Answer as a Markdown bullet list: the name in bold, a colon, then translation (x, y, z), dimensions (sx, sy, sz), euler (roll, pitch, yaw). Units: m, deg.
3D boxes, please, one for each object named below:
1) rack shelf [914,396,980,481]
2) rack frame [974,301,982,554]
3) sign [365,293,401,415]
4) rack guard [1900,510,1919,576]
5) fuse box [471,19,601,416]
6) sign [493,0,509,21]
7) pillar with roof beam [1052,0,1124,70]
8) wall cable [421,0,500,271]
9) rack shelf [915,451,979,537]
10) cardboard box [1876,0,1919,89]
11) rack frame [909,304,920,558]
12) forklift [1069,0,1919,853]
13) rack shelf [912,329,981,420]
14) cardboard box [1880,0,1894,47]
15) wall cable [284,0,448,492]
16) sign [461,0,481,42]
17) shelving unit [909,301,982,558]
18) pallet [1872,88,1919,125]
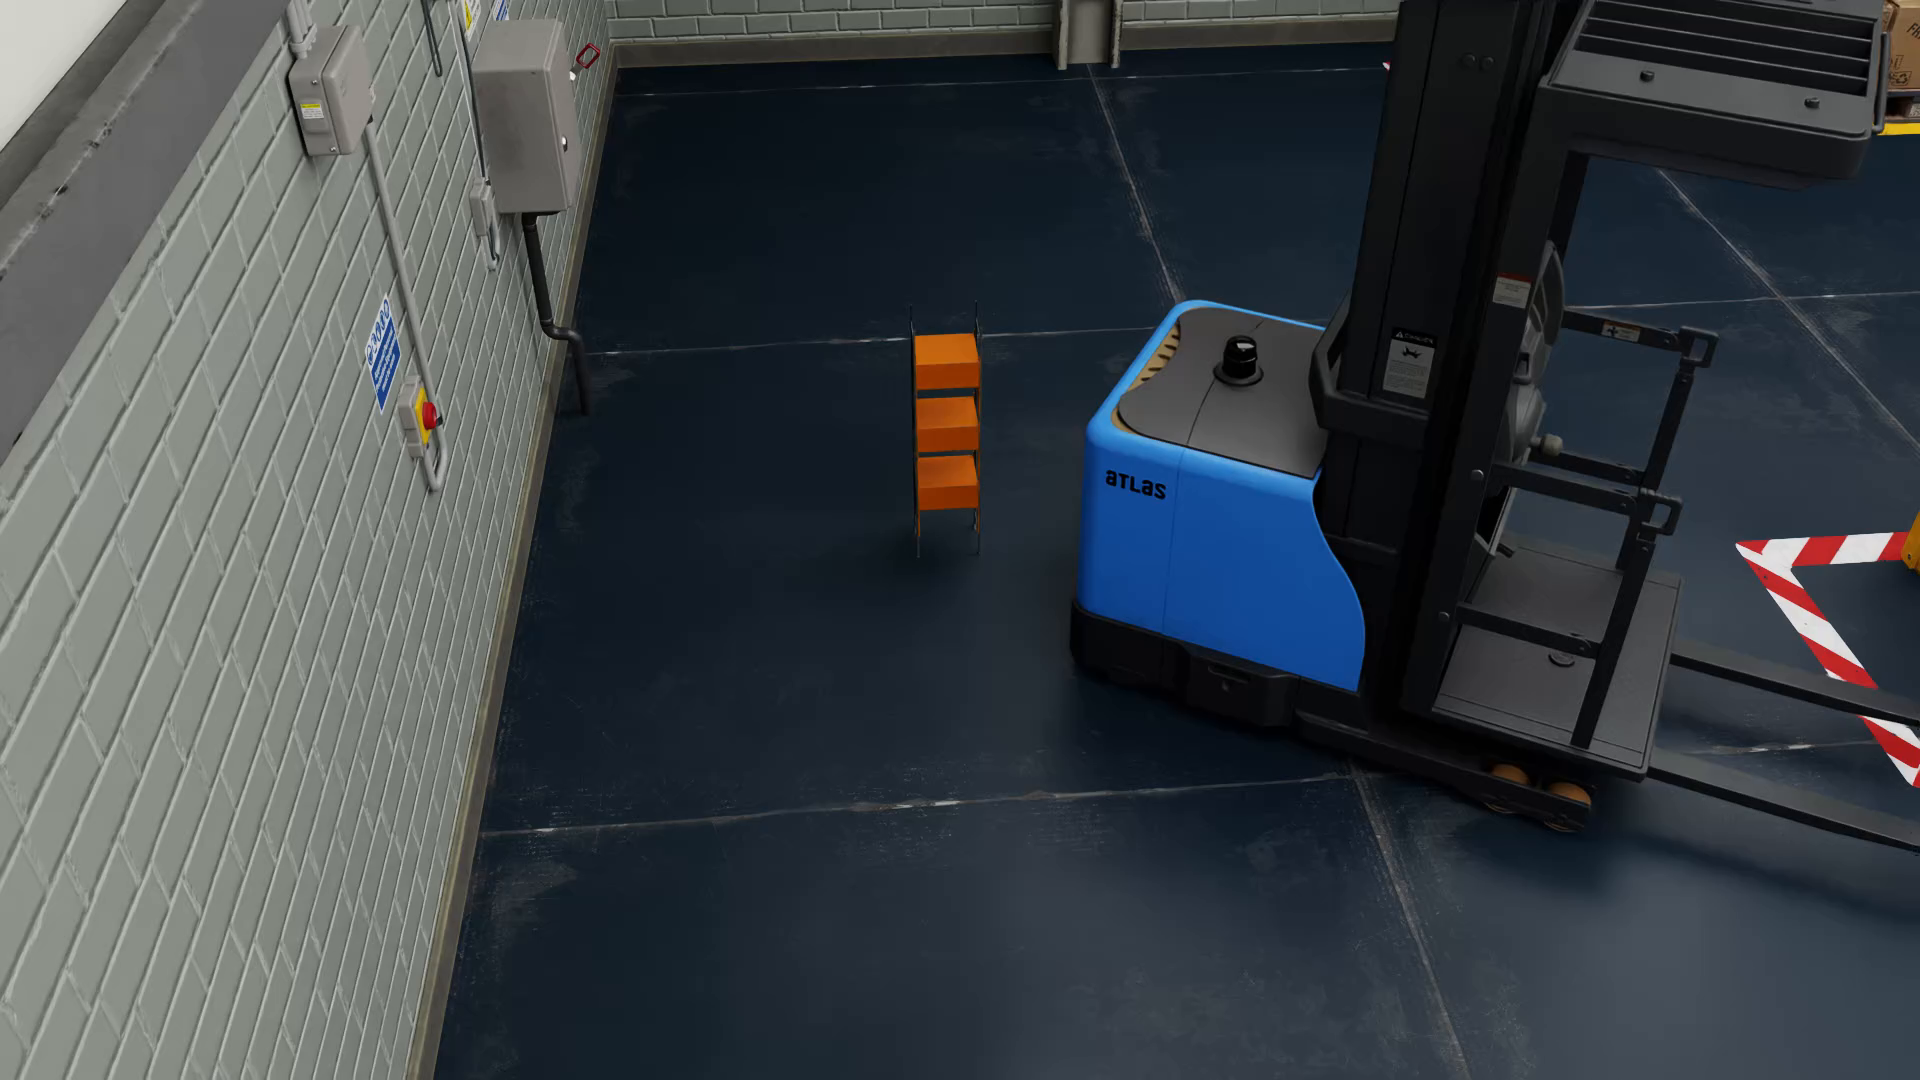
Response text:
- **rack shelf**: translation (-0.053, -0.401, 6.428), dimensions (0.240, 0.259, 0.215), euler (-3, 38, -4)
- **rack frame**: translation (0.068, -0.416, 6.430), dimensions (0.008, 1.050, 0.200), euler (-3, 38, -4)
- **sign**: translation (-1.661, -0.539, 4.793), dimensions (0.001, 0.218, 0.327), euler (-3, 38, -4)
- **rack guard**: translation (3.986, 0.193, 6.102), dimensions (0.348, 0.500, 1.175), euler (-3, 38, -4)
- **fuse box**: translation (-1.645, -1.264, 6.971), dimensions (0.414, 1.711, 0.539), euler (-3, 38, -4)
- **sign**: translation (-1.895, -2.026, 6.973), dimensions (0.001, 0.494, 0.329), euler (-3, 38, -4)
- **pillar with roof beam**: translation (1.182, -3.959, 4.503), dimensions (0.400, 9.000, 9.100), euler (-3, 38, -4)
- **wall cable**: translation (-1.742, -1.739, 5.713), dimensions (0.122, 1.984, 0.588), euler (-3, 38, -4)
- **rack shelf**: translation (-0.053, -0.183, 6.600), dimensions (0.240, 0.259, 0.215), euler (-3, 38, -4)
- **cardboard box**: translation (5.575, -3.001, 9.811), dimensions (0.500, 0.500, 0.500), euler (-2, 38, -3)
- **rack frame**: translation (-0.175, -0.403, 6.413), dimensions (0.008, 1.050, 0.200), euler (-3, 38, -4)
- **forklift**: translation (1.961, -0.559, 5.093), dimensions (3.031, 2.935, 1.130), euler (16, 41, 20)
- **rack shelf**: translation (-0.053, -0.624, 6.252), dimensions (0.240, 0.259, 0.215), euler (-3, 38, -4)
- **cardboard box**: translation (5.039, -3.034, 9.852), dimensions (0.500, 0.500, 0.700), euler (-2, 38, -2)
- **wall cable**: translation (-1.604, -0.877, 4.595), dimensions (0.123, 1.953, 0.585), euler (-3, 38, -4)
- **sign**: translation (-1.847, -2.049, 6.259), dimensions (0.001, 0.242, 0.339), euler (-3, 38, -4)
- **shelving unit**: translation (-0.053, -0.409, 6.421), dimensions (0.252, 1.050, 0.215), euler (-3, 38, -4)
- **pallet**: translation (5.649, -2.871, 10.218), dimensions (1.213, 0.211, 1.003), euler (-3, 38, -4)
